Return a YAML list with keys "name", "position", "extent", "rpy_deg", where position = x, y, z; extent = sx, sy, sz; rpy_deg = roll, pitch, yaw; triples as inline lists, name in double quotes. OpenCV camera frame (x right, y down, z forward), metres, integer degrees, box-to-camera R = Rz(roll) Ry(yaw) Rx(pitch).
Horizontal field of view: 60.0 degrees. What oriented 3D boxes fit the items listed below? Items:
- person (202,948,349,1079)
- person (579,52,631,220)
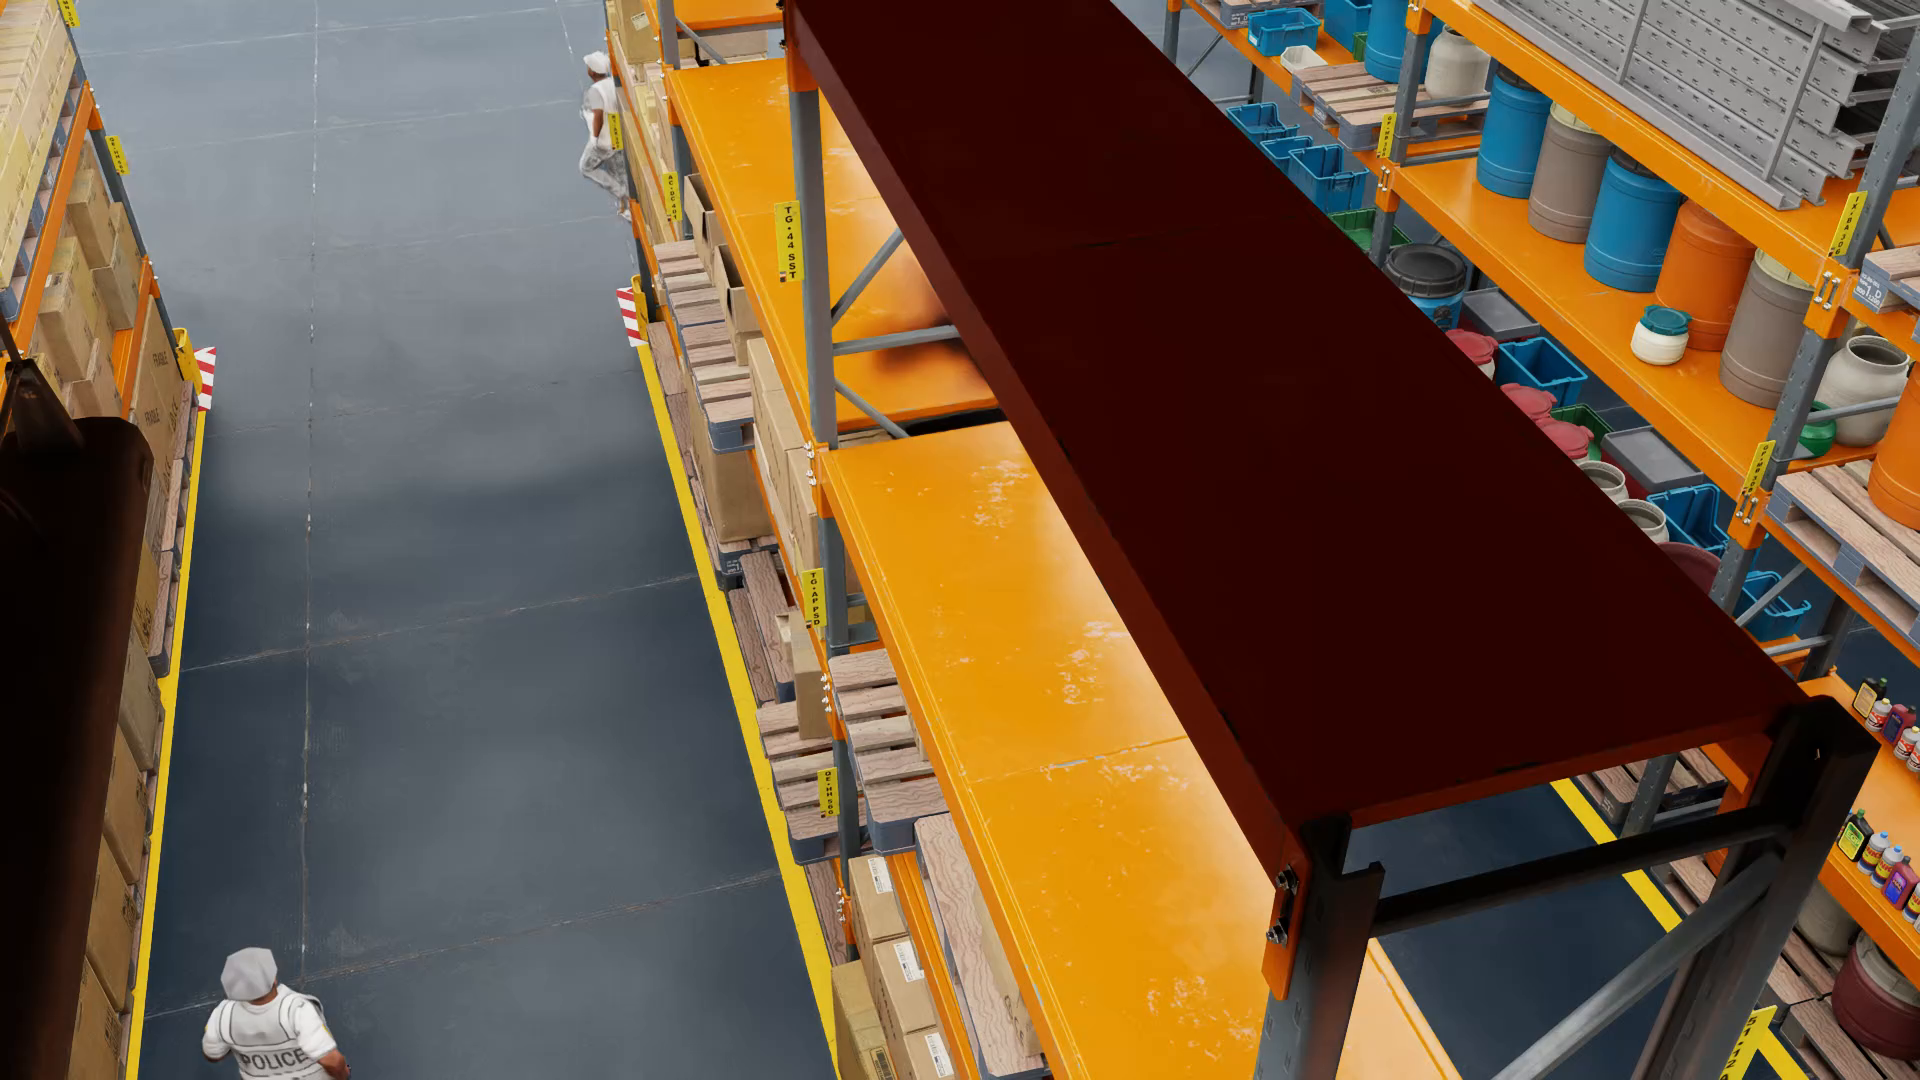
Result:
- name: "person"
  position: [-3.245, 2.631, 8.079]
  extent: [0.655, 1.803, 0.876]
  rpy_deg: [-9, 39, -12]
- name: "person"
  position: [-3.523, -3.971, 16.428]
  extent: [0.701, 1.729, 0.708]
  rpy_deg: [18, 42, 21]
